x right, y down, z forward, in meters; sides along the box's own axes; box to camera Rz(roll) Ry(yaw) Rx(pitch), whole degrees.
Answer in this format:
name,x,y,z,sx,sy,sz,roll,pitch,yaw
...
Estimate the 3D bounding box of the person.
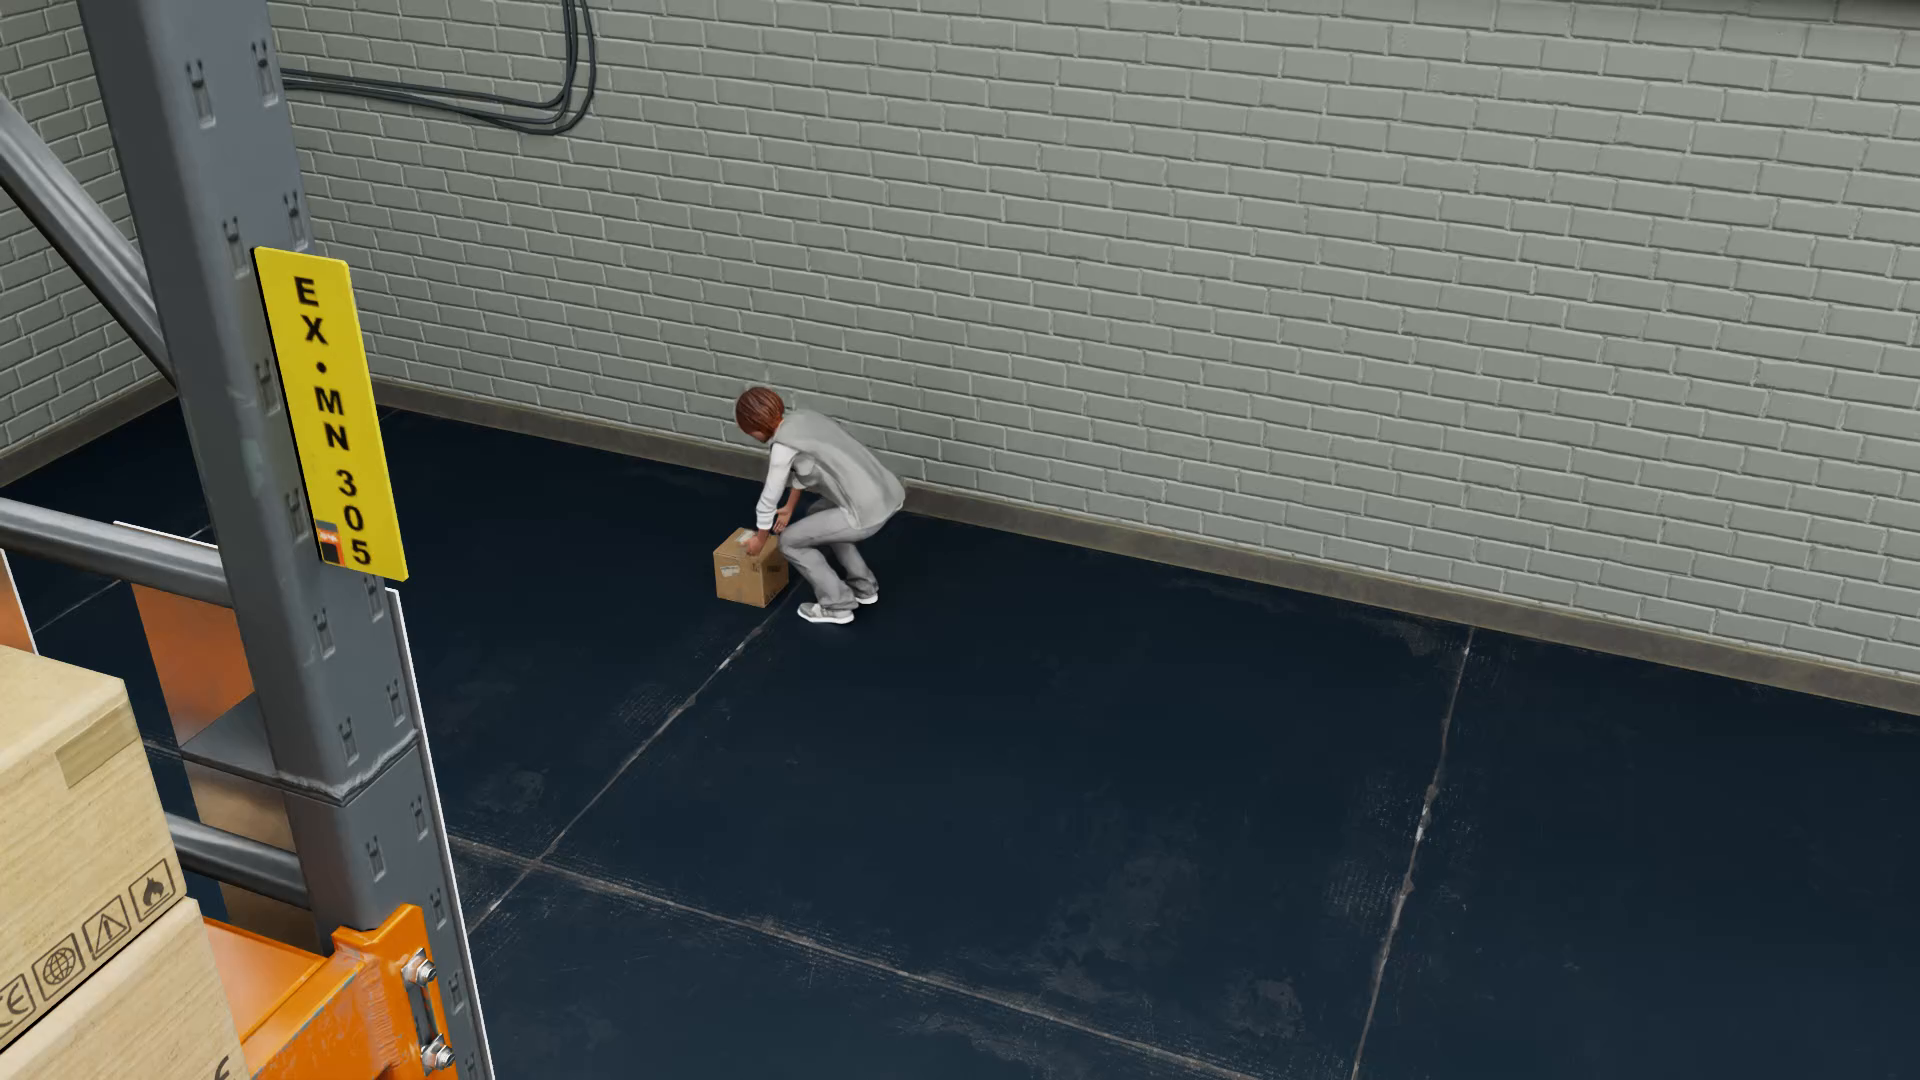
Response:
name,x,y,z,sx,sy,sz,roll,pitch,yaw
person,-0.624,-0.136,7.414,0.751,1.061,0.461,11,32,19
